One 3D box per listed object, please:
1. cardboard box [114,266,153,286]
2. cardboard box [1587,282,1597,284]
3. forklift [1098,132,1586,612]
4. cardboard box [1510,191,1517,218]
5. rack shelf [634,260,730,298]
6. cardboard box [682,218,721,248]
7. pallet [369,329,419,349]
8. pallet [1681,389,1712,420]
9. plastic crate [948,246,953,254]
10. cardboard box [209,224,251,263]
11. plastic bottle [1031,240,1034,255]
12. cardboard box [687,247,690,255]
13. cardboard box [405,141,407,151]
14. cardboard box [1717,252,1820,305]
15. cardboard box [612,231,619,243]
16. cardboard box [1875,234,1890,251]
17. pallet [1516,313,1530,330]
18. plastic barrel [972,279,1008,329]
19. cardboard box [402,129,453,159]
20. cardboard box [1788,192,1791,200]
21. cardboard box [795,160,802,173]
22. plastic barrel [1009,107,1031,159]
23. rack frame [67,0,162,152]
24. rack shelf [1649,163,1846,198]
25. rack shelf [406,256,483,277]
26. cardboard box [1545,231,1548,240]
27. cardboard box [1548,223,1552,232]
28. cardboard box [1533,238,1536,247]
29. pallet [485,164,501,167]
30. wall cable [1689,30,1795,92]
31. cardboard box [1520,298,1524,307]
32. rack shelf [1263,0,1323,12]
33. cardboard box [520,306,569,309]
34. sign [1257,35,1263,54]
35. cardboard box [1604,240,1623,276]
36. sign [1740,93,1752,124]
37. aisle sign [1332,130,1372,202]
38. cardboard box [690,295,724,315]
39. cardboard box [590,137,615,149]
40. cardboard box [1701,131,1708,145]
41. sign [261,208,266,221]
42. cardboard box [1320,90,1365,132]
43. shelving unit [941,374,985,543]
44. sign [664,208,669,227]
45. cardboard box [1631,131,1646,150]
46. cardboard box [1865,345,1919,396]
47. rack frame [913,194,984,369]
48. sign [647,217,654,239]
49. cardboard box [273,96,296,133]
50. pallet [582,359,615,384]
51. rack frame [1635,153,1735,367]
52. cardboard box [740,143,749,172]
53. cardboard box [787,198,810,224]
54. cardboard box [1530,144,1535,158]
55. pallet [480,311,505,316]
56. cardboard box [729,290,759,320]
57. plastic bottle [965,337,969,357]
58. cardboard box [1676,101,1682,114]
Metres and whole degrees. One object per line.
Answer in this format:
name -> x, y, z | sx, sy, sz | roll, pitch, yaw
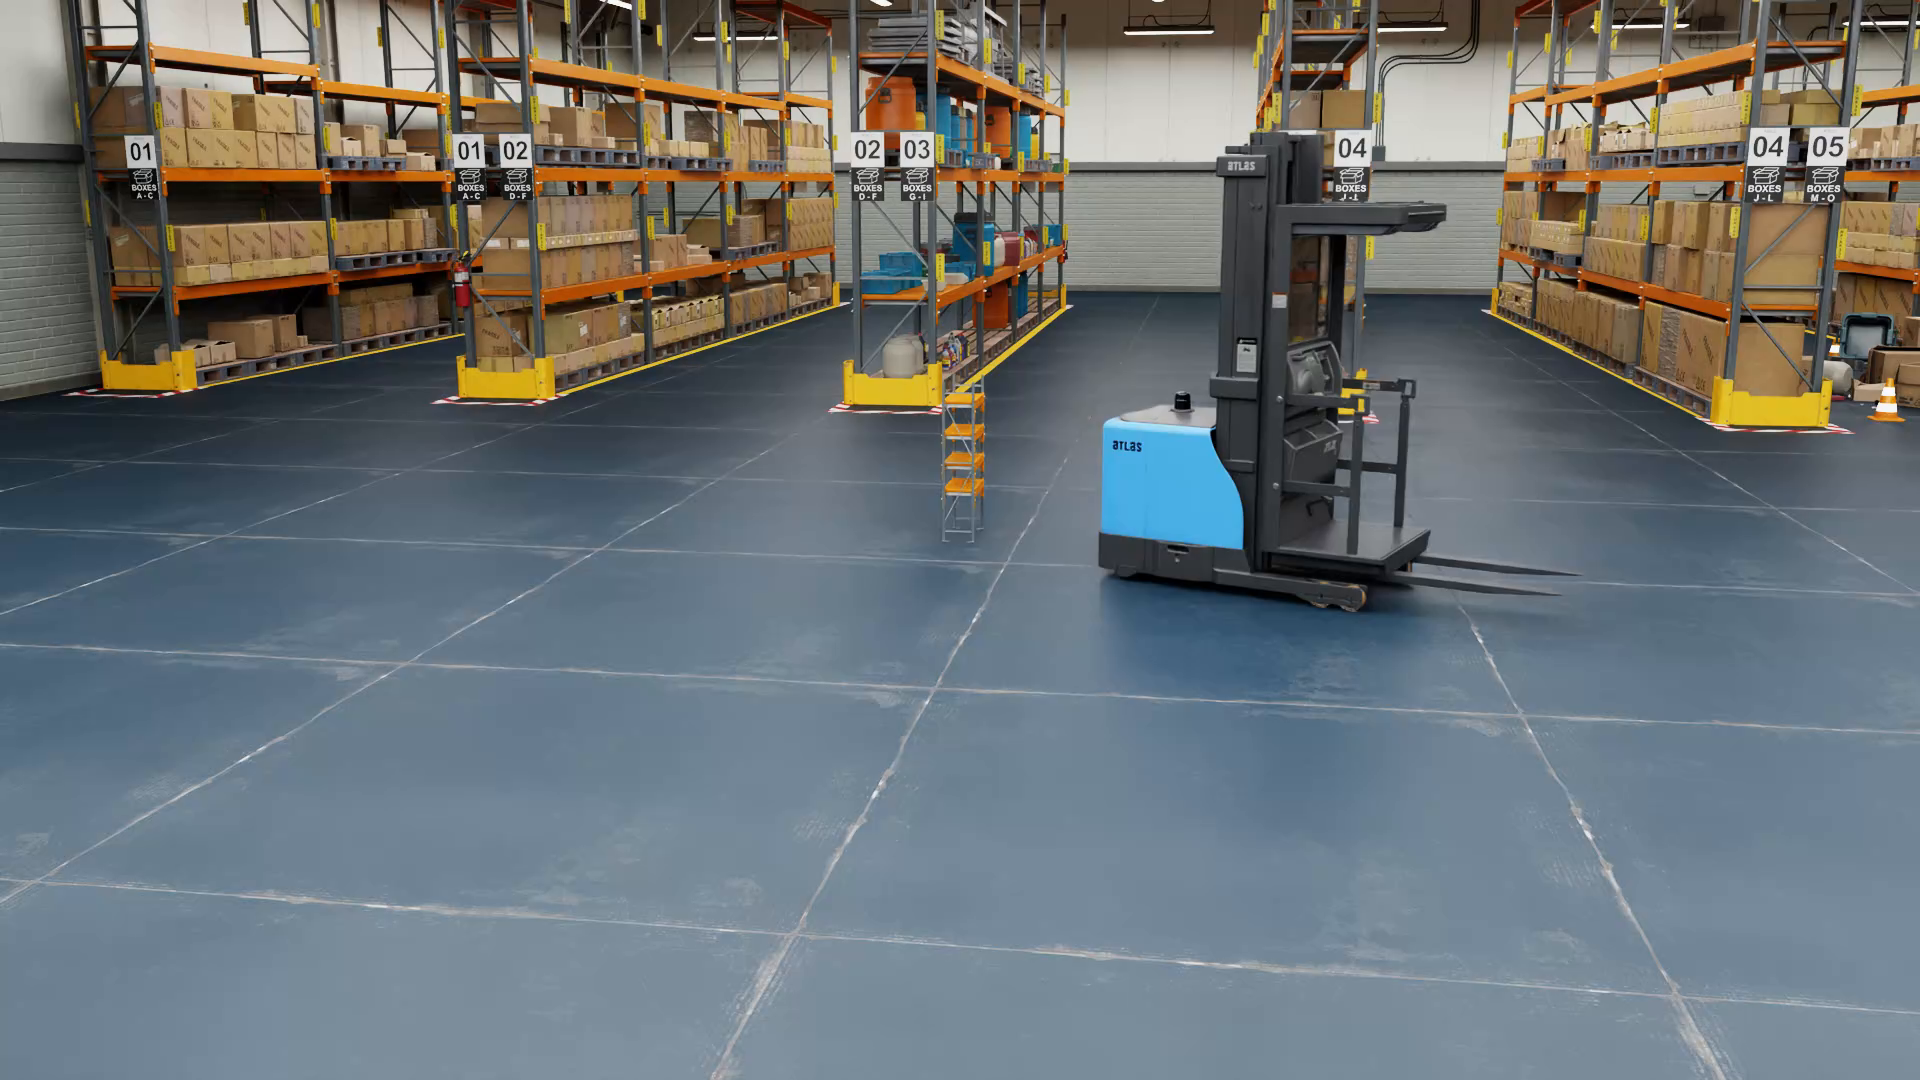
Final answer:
cardboard box -> -10.687, -3.471, 21.788 | 0.500, 0.250, 0.500 | 2, 12, 9
cardboard box -> 10.823, -4.235, 28.183 | 0.500, 0.250, 0.500 | 1, 12, 6
forklift -> 2.472, -1.111, 10.693 | 3.031, 2.935, 1.130 | 7, 14, 30
cardboard box -> 10.958, -6.484, 32.143 | 0.500, 0.500, 0.500 | 2, 12, 7
rack shelf -> -4.749, -4.169, 26.424 | 1.077, 0.370, 4.000 | 2, 12, 9
cardboard box -> -4.456, -5.325, 28.850 | 0.700, 0.500, 0.500 | -2, 12, -10
pallet -> -9.648, -3.317, 27.385 | 1.003, 0.211, 1.213 | 2, 12, 9
pallet -> 9.047, -1.574, 19.294 | 1.003, 0.211, 1.213 | 2, 12, 9
plastic crate -> -0.300, -4.175, 24.782 | 0.392, 0.384, 0.575 | 2, 12, 9
cardboard box -> -10.025, -4.034, 22.618 | 0.500, 0.500, 0.500 | 1, 12, 7
plastic bottle -> 1.336, -5.409, 30.748 | 0.061, 0.283, 0.133 | 2, 12, 9
cardboard box -> -4.770, -4.713, 27.454 | 0.500, 0.311, 0.500 | 2, 12, 8
cardboard box -> -9.675, -6.479, 28.031 | 0.500, 0.500, 0.500 | 2, 12, 9
cardboard box -> 9.014, -2.920, 18.566 | 0.875, 0.550, 0.550 | 2, 12, 9
cardboard box -> -5.004, -4.246, 23.297 | 0.380, 0.149, 0.250 | 2, 12, 9
cardboard box -> 15.096, -4.788, 26.760 | 0.500, 0.250, 0.500 | 2, 12, 7
pallet -> 10.915, -4.044, 30.755 | 1.003, 0.211, 1.213 | 2, 12, 9
plastic barrel -> 0.511, -4.022, 28.191 | 0.600, 0.830, 0.708 | 2, 12, 9
cardboard box -> -9.320, -6.927, 29.116 | 0.700, 0.500, 0.500 | 1, 12, 4
cardboard box -> 15.827, -6.479, 31.288 | 0.380, 0.149, 0.250 | 2, 12, 9
cardboard box -> -3.426, -7.359, 32.758 | 0.500, 0.250, 0.500 | 2, 12, 9
plastic barrel -> 0.956, -7.164, 29.311 | 0.600, 0.901, 0.708 | 2, 12, 9
rack frame -> -10.567, -6.364, 20.662 | 1.000, 3.000, 0.127 | 2, 12, 9
rack shelf -> 9.309, -4.299, 19.908 | 1.077, 0.370, 4.000 | 2, 12, 9
rack shelf -> -9.029, -5.161, 31.029 | 1.077, 0.370, 4.000 | 2, 12, 9
cardboard box -> 10.135, -5.153, 28.179 | 0.380, 0.149, 0.250 | 2, 12, 8
cardboard box -> 10.096, -5.247, 27.905 | 0.380, 0.149, 0.250 | 2, 12, 10
cardboard box -> 10.295, -5.223, 29.209 | 0.380, 0.149, 0.250 | 2, 12, 10
pallet -> -9.121, -6.839, 30.435 | 1.003, 0.211, 1.213 | 2, 12, 11
wall cable -> 17.708, -10.060, 37.813 | 2.355, 3.000, 0.029 | 2, 12, 9
cardboard box -> 10.635, -4.412, 30.909 | 0.380, 0.149, 0.250 | 1, 12, 7
rack shelf -> 5.654, -9.237, 27.812 | 1.077, 0.370, 4.000 | 2, 12, 9
cardboard box -> -5.666, -2.933, 22.733 | 0.500, 0.500, 0.500 | 2, 12, 9
sign -> 5.417, -8.937, 30.011 | 0.100, 0.325, 0.005 | 2, 12, 9
cardboard box -> 9.664, -4.083, 24.080 | 0.500, 0.500, 0.500 | 2, 12, 8
sign -> 8.468, -4.649, 17.910 | 0.100, 0.325, 0.005 | 2, 12, 9
aisle sign -> 4.403, -4.198, 18.681 | 0.394, 0.787, 0.004 | 2, 12, 9
cardboard box -> -4.279, -3.955, 27.923 | 0.500, 0.311, 0.500 | 2, 12, 10
cardboard box -> -4.972, -5.461, 22.861 | 0.380, 0.149, 0.250 | 2, 12, 9
cardboard box -> 8.914, -4.710, 19.471 | 0.380, 0.149, 0.250 | 2, 12, 9
sign -> -10.501, -4.847, 25.115 | 0.100, 0.325, 0.005 | 2, 12, 9
cardboard box -> 4.611, -5.155, 20.042 | 0.500, 0.500, 0.500 | 2, 12, 8
shelving unit -> 0.025, -0.621, 12.527 | 0.258, 1.200, 0.503 | 2, 12, 9
sign -> -4.979, -5.479, 28.239 | 0.100, 0.325, 0.005 | 2, 12, 9
cardboard box -> 9.589, -5.512, 22.951 | 0.500, 0.250, 0.500 | 2, 12, 8
cardboard box -> 11.812, -2.117, 20.800 | 0.797, 0.637, 0.503 | 2, 12, 9
rack frame -> -0.163, -3.943, 23.668 | 1.000, 3.000, 0.127 | 2, 12, 9
sign -> -4.508, -4.548, 24.235 | 0.100, 0.325, 0.005 | 2, 12, 9
cardboard box -> -9.835, -6.049, 23.665 | 0.500, 0.500, 0.500 | 3, 12, 12
pallet -> -5.406, -2.322, 22.766 | 1.003, 0.211, 1.213 | 2, 12, 9
rack frame -> 9.617, -3.600, 22.080 | 1.000, 3.000, 0.127 | 2, 12, 9
cardboard box -> -4.249, -6.758, 29.375 | 0.910, 0.500, 0.500 | 2, 12, 9
cardboard box -> -3.317, -6.610, 33.435 | 0.500, 0.500, 0.500 | 2, 12, 7
cardboard box -> 10.758, -7.115, 30.439 | 0.500, 0.250, 0.500 | 1, 12, 6
pallet -> -8.951, -4.148, 31.240 | 1.003, 0.211, 1.213 | 2, 12, 9
cardboard box -> -3.932, -4.229, 29.884 | 0.500, 0.500, 0.500 | 2, 12, 8
plastic bottle -> 0.089, -2.719, 23.393 | 0.061, 0.283, 0.133 | 3, 12, 11
cardboard box -> 9.109, -5.364, 20.615 | 0.380, 0.149, 0.250 | 2, 12, 8
